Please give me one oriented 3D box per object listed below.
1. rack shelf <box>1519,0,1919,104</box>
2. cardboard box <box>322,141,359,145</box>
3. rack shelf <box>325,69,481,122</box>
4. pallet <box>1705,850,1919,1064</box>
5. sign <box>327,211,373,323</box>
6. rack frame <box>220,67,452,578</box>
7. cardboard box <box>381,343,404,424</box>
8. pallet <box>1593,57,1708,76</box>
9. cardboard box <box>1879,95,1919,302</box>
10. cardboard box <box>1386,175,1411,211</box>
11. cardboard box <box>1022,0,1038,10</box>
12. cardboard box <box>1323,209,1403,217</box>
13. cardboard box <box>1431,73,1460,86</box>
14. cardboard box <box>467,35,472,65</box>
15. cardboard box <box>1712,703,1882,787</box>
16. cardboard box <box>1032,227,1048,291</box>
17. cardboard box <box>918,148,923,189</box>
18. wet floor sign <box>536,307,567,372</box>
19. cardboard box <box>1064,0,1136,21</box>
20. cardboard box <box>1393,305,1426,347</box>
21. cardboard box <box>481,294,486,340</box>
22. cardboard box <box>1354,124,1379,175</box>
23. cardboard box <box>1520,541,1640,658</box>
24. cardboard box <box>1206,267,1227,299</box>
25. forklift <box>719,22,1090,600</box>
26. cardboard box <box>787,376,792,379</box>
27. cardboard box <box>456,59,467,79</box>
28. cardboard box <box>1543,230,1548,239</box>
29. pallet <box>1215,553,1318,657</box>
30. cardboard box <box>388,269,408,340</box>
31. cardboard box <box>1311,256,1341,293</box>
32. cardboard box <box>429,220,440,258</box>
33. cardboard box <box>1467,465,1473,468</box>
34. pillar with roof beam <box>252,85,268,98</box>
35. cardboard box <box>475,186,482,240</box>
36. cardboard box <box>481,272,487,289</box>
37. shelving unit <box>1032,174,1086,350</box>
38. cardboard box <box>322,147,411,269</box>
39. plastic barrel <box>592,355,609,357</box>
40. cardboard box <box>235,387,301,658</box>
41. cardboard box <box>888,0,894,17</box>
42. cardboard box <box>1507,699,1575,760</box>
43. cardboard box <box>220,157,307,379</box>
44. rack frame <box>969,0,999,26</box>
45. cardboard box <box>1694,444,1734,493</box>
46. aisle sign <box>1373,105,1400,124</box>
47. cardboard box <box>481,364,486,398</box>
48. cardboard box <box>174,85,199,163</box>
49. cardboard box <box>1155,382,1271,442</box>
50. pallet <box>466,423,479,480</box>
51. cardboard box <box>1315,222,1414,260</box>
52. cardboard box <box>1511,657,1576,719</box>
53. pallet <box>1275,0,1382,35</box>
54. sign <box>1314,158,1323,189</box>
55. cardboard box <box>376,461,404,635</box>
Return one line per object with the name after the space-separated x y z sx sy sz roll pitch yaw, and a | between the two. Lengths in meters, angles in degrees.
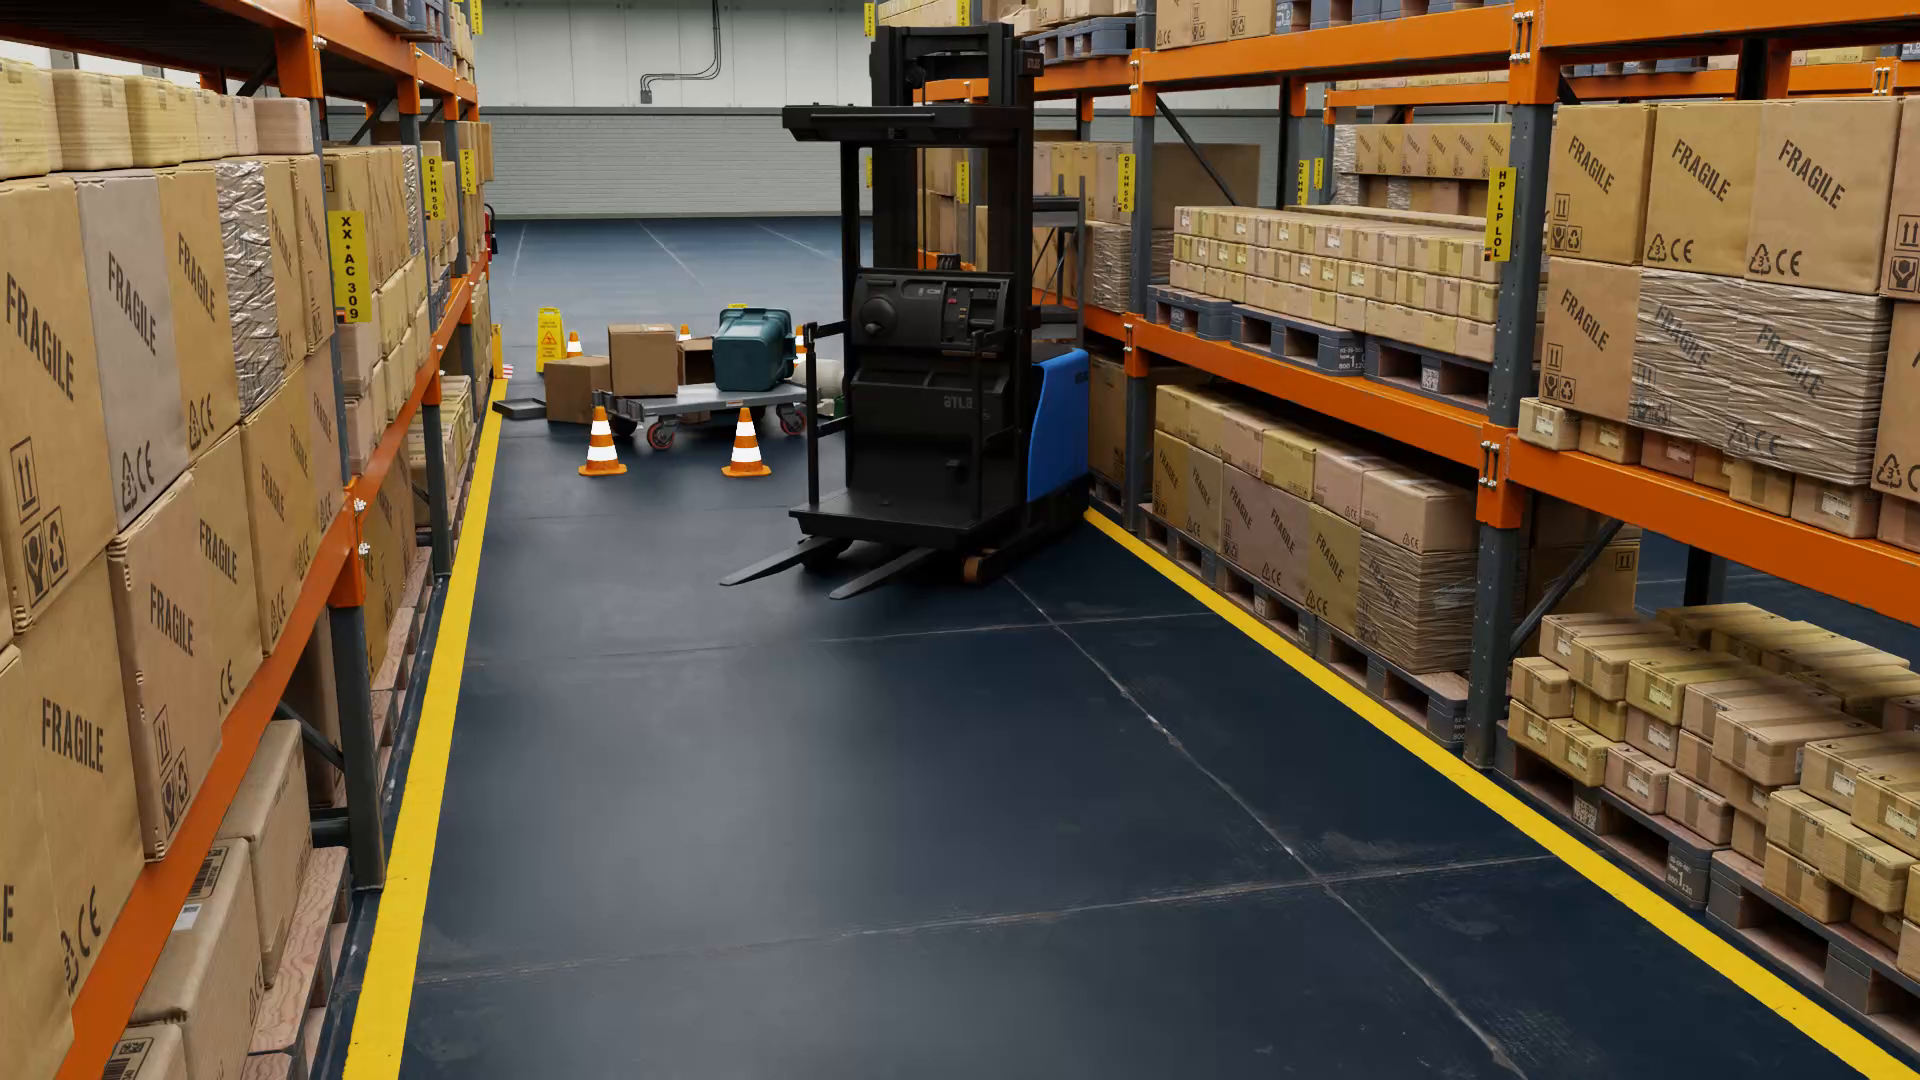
2.913 -1.263 3.973 1.077 0.370 4.000 -3 14 -13 | rack shelf
-4.102 -2.502 10.761 0.380 0.149 0.250 -2 14 -10 | cardboard box
-4.694 -3.732 14.080 1.077 0.370 4.000 -3 14 -13 | rack shelf
2.925 1.172 4.683 1.003 0.211 1.213 -3 14 -13 | pallet
-1.806 -0.808 4.924 0.100 0.325 0.005 -3 14 -13 | sign
-3.284 -1.241 8.685 1.000 3.000 0.127 -3 14 -13 | rack frame
-2.420 -0.600 6.377 0.500 0.250 0.500 -3 14 -14 | cardboard box
5.697 -3.694 12.803 1.213 0.211 1.003 -3 14 -13 | pallet
2.656 -0.823 4.031 0.500 0.500 0.500 -4 14 -15 | cardboard box
4.882 -3.477 17.000 0.875 0.500 0.500 -3 14 -13 | cardboard box
0.721 -4.372 13.777 0.500 0.250 0.500 -3 14 -13 | cardboard box
2.183 -1.705 8.976 0.380 0.149 0.250 -3 14 -11 | cardboard box
4.811 -4.429 15.731 0.500 0.250 0.500 -3 14 -14 | cardboard box
-4.538 -4.276 14.480 0.500 0.250 0.500 -3 14 -12 | cardboard box
2.501 0.610 4.977 0.380 0.149 0.250 -3 14 -12 | cardboard box
0.779 -2.026 11.688 0.500 0.500 0.500 -3 14 -12 | cardboard box
-0.108 -3.637 15.900 0.875 0.550 0.550 -3 14 -13 | cardboard box
-4.168 -2.046 16.942 0.267 0.644 0.232 2 14 6 | wet floor sign
0.966 -3.431 10.421 0.500 0.311 0.500 -3 14 -13 | cardboard box
2.039 -0.897 6.923 0.380 0.149 0.250 -3 14 -13 | cardboard box
-4.484 -1.911 14.759 0.500 0.500 0.500 -4 14 -15 | cardboard box
4.444 -4.060 17.279 0.500 0.500 0.500 -3 14 -13 | cardboard box
2.527 0.208 7.138 0.500 0.500 0.500 -3 14 -11 | cardboard box
1.539 -1.383 8.913 0.380 0.149 0.250 -3 14 -10 | cardboard box
-0.254 -1.289 9.027 1.130 2.935 3.031 6 15 23 | forklift
-1.630 -1.428 15.214 0.396 0.266 0.258 -1 14 -3 | cardboard box
-4.276 -3.886 13.723 0.380 0.149 0.250 -4 14 -14 | cardboard box
2.668 -1.228 7.023 0.380 0.149 0.250 -3 14 -13 | cardboard box
1.969 0.276 8.353 1.003 0.211 1.213 -3 14 -13 | pallet
-2.537 -0.958 6.792 0.500 0.250 0.500 -4 14 -15 | cardboard box
1.844 -1.228 7.652 0.380 0.149 0.250 -3 14 -13 | cardboard box
-3.294 -1.874 9.556 0.500 0.500 0.500 -3 14 -10 | cardboard box
2.399 -0.279 7.551 0.500 0.250 0.500 -3 14 -12 | cardboard box
-13.561 -12.673 42.838 9.100 9.000 0.400 -3 14 -13 | pillar with roof beam
-4.541 -2.938 14.795 0.500 0.500 0.500 -3 14 -13 | cardboard box
-4.570 -2.383 15.321 0.380 0.149 0.250 -3 14 -12 | cardboard box
0.534 -1.290 10.776 0.431 2.100 0.503 -3 14 -12 | shelving unit
-2.670 -1.437 7.173 0.500 0.500 0.500 -3 14 -13 | cardboard box
-3.207 -1.443 14.940 0.512 0.421 0.421 7 15 26 | plastic barrel
-1.729 -0.040 3.560 0.500 0.500 0.500 -3 14 -14 | cardboard box
-0.488 -5.149 16.115 0.380 0.149 0.250 -3 14 -14 | cardboard box
2.216 0.666 6.004 0.380 0.149 0.250 -4 14 -16 | cardboard box
-1.854 -0.641 3.914 0.500 0.500 0.500 -3 14 -14 | cardboard box
0.564 -5.377 12.975 1.000 3.000 0.127 -3 14 -13 | rack frame
2.496 -0.234 5.096 0.380 0.149 0.250 -4 14 -16 | cardboard box
4.747 -4.932 18.318 0.394 0.787 0.004 -3 14 -13 | aisle sign
-4.236 -1.305 13.859 0.500 0.250 0.500 -2 14 -10 | cardboard box
-1.724 -0.815 3.261 0.380 0.149 0.250 -4 14 -14 | cardboard box
1.430 -0.721 9.361 0.500 0.250 0.500 -4 14 -16 | cardboard box
-4.040 -0.629 12.058 1.003 0.211 1.213 -3 14 -13 | pallet
1.854 -1.370 7.607 0.380 0.149 0.250 -4 14 -16 | cardboard box
2.217 0.521 5.970 0.380 0.149 0.250 -3 14 -11 | cardboard box
2.155 -2.370 7.385 1.213 0.211 1.003 -3 14 -13 | pallet
3.942 -4.029 18.273 0.100 0.325 0.005 -3 14 -13 | sign
-2.998 -0.043 7.373 0.875 0.875 0.875 -3 14 -13 | cardboard box
